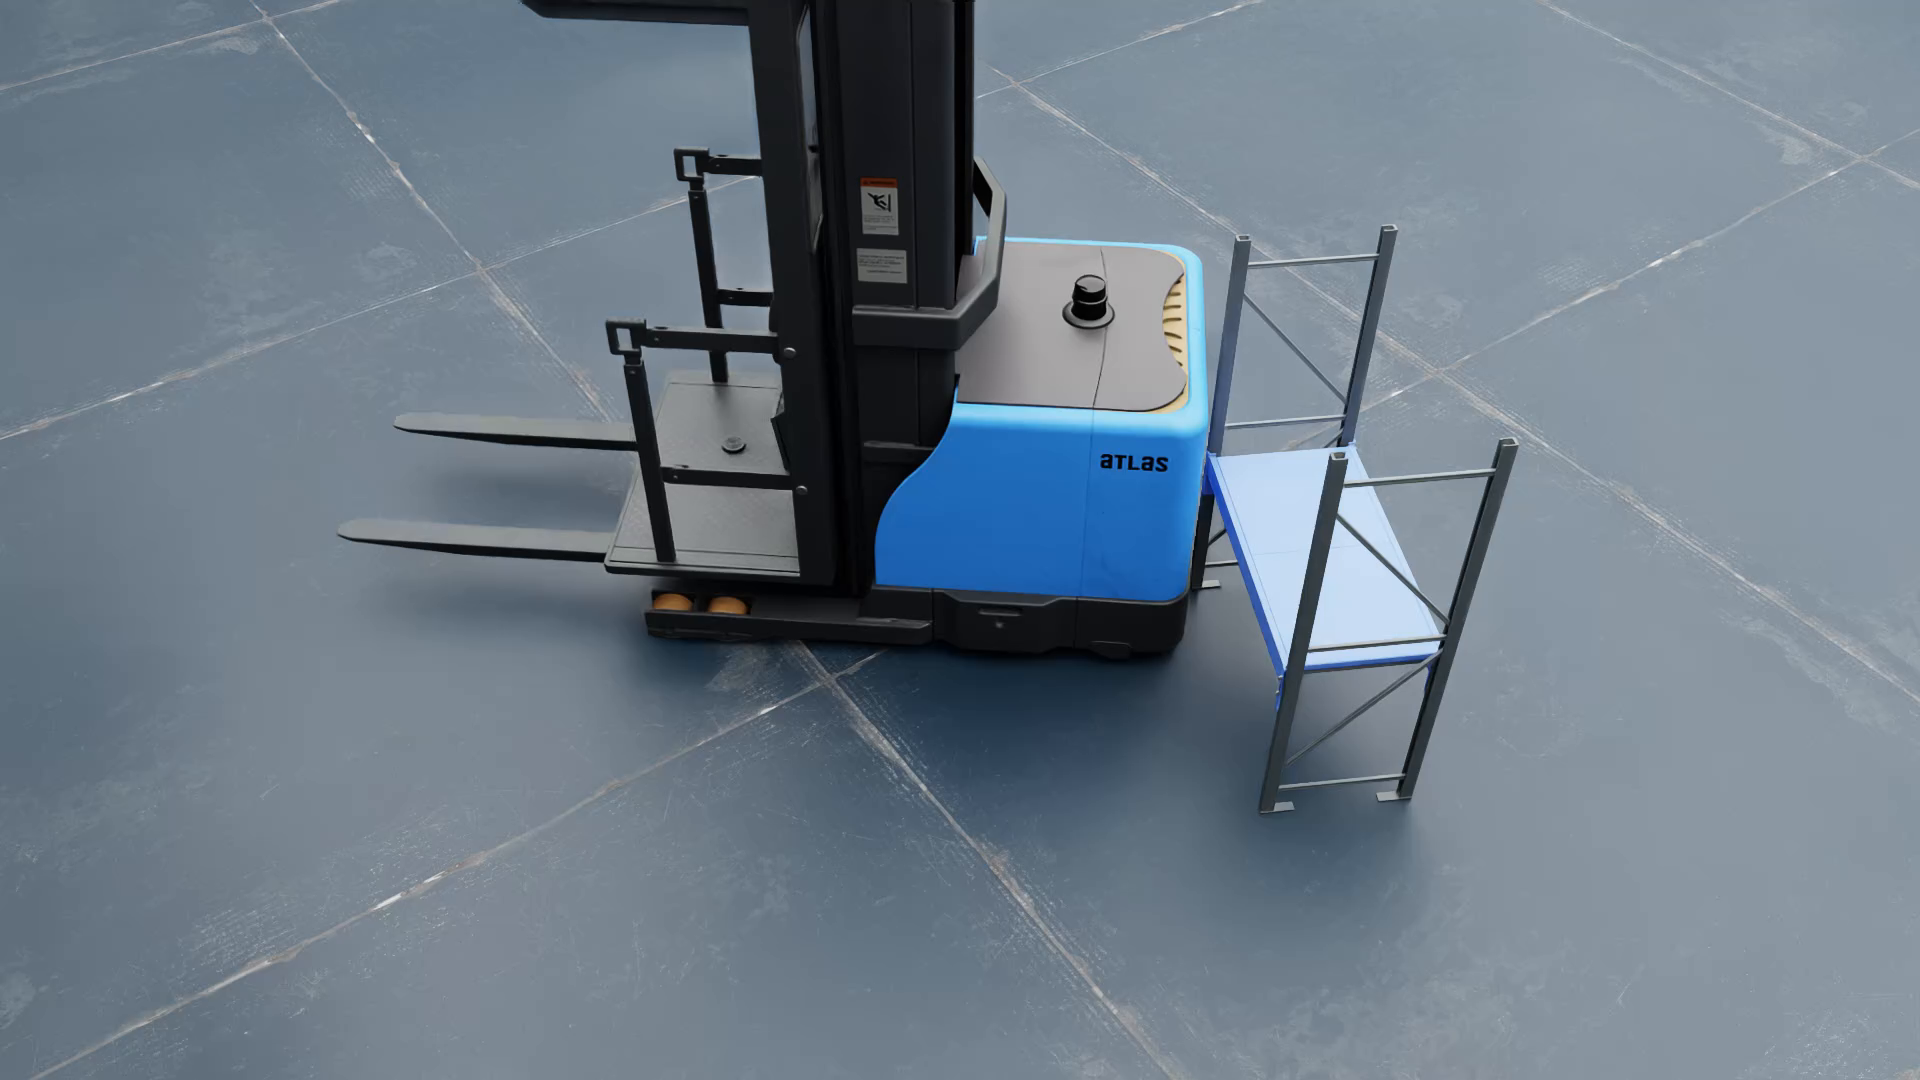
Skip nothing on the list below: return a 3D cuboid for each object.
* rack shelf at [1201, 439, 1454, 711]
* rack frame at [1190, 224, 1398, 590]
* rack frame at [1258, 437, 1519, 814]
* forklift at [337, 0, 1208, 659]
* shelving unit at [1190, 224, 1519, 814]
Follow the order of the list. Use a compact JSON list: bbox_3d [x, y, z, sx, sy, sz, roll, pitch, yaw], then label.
[{"bbox_3d":[1.148,0.086,5.334,0.538,0.185,1.000,-5,44,-5],"label":"rack shelf"},{"bbox_3d":[1.086,-0.392,5.575,0.500,1.500,0.032,-5,44,-5],"label":"rack frame"},{"bbox_3d":[1.210,0.304,4.845,0.500,1.500,0.032,-5,44,-5],"label":"rack frame"},{"bbox_3d":[-0.694,-1.061,5.239,3.031,2.935,1.130,3,44,3],"label":"forklift"},{"bbox_3d":[1.148,-0.044,5.210,0.538,1.500,1.048,-5,44,-5],"label":"shelving unit"}]
